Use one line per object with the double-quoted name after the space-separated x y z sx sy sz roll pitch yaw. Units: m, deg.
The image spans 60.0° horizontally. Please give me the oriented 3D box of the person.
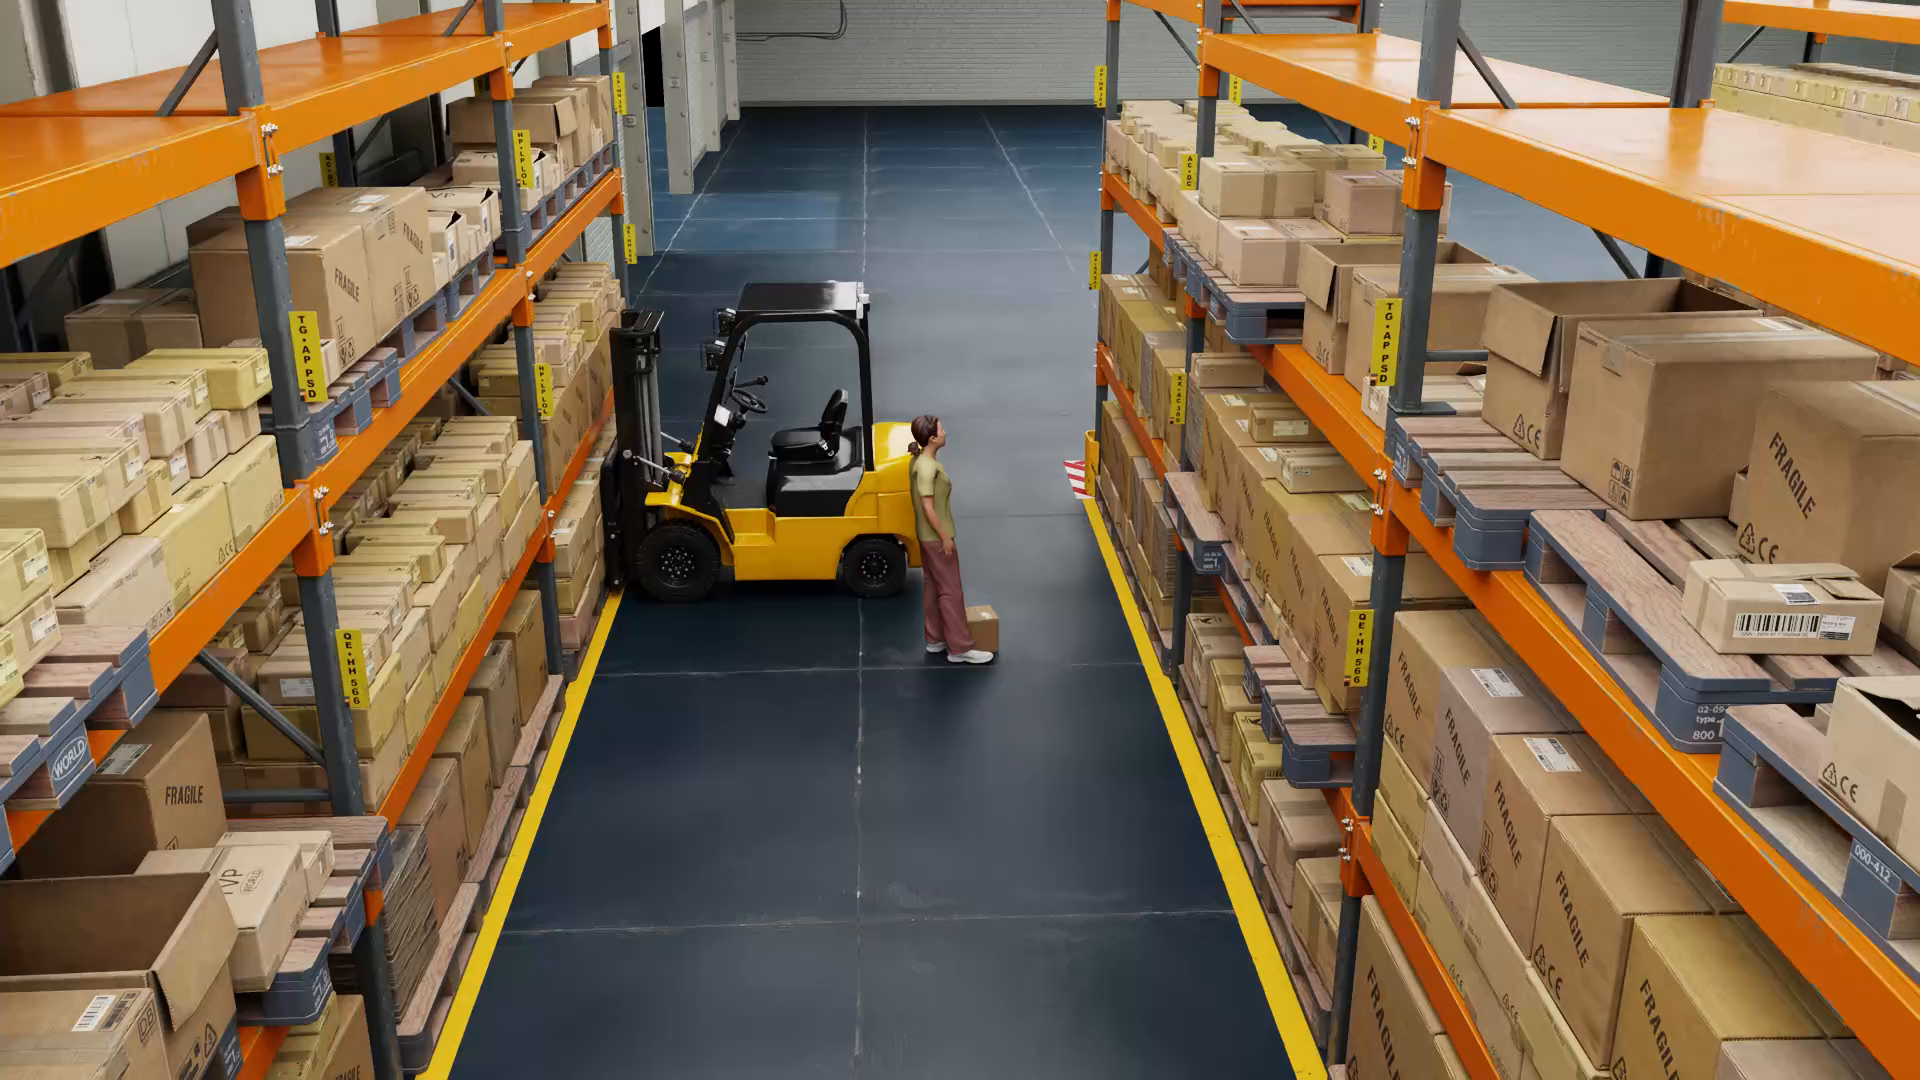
-0.089 -0.029 11.131 0.547 1.673 0.553 -4 21 -10 "person"
